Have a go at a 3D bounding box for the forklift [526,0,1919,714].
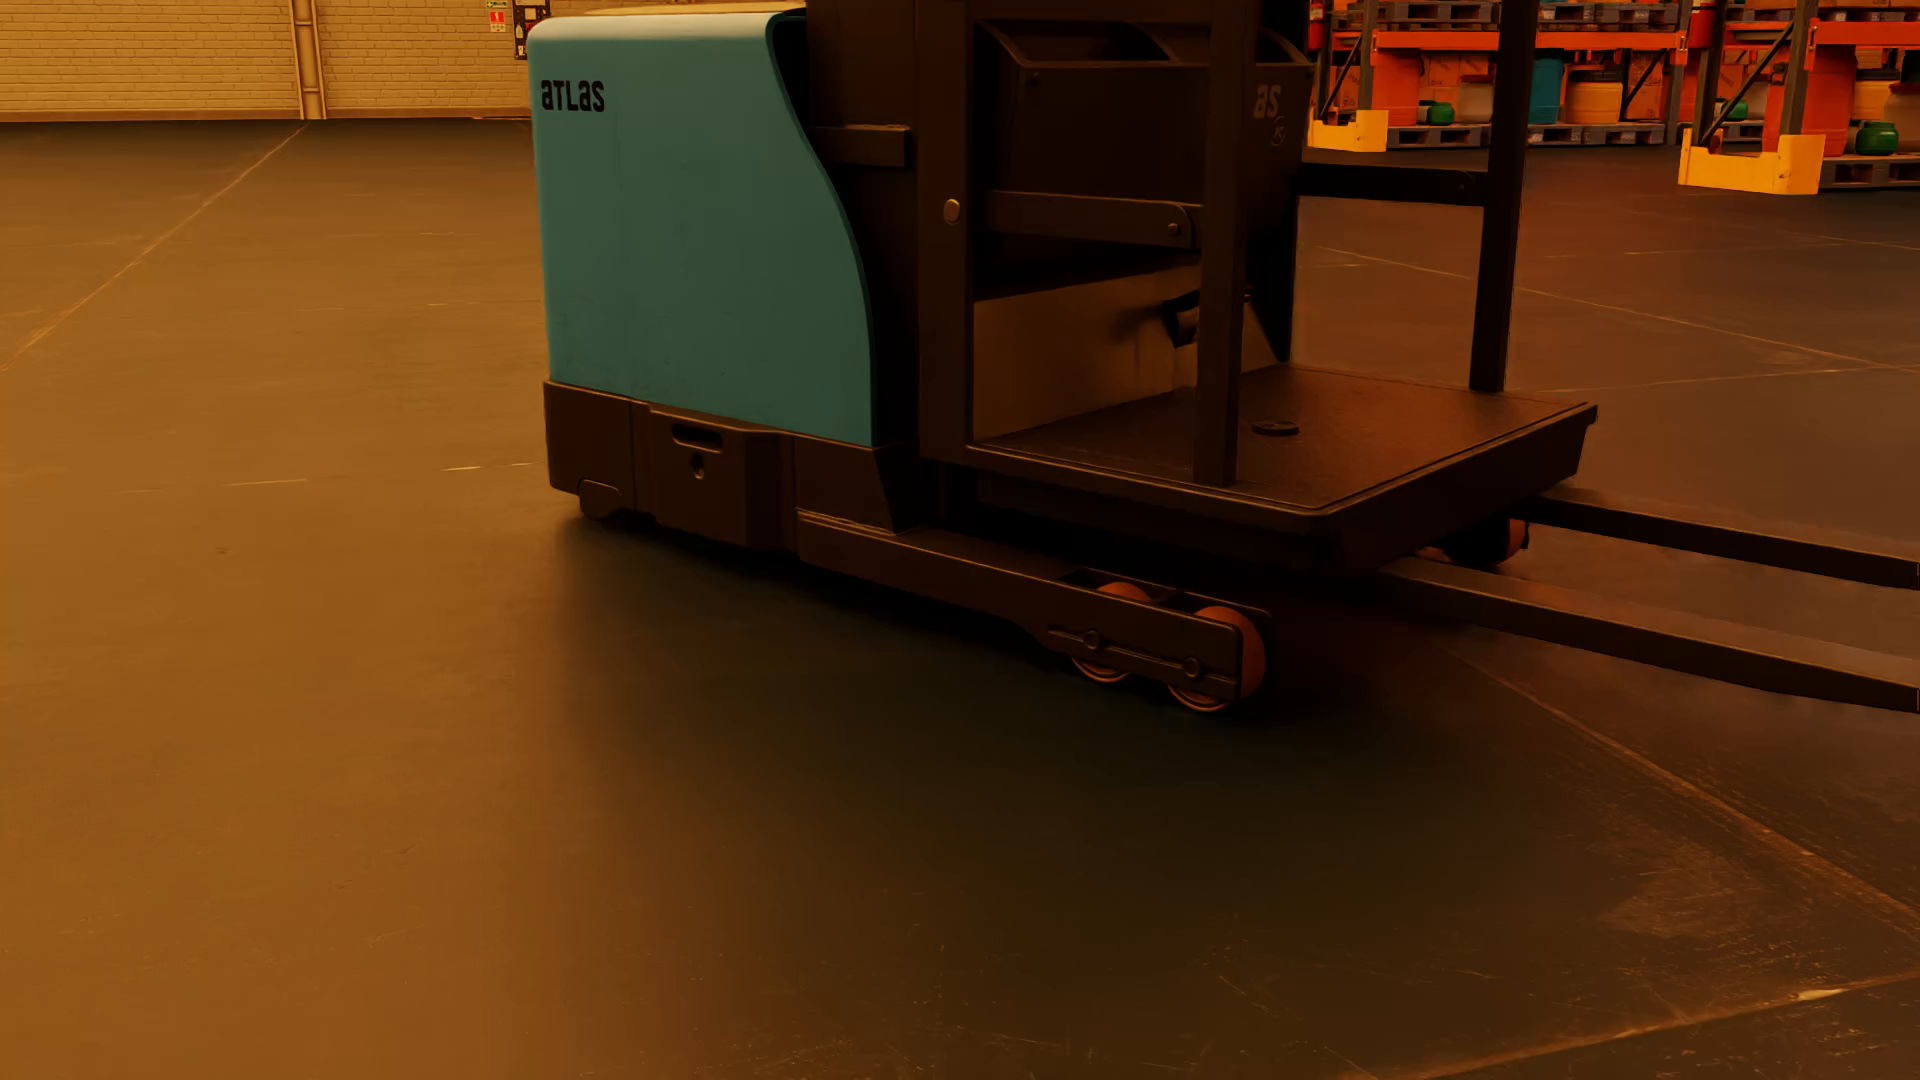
[{"bbox_3d":[0.517,-1.301,2.791,3.031,2.935,1.130,14,21,39],"label":"forklift"}]
